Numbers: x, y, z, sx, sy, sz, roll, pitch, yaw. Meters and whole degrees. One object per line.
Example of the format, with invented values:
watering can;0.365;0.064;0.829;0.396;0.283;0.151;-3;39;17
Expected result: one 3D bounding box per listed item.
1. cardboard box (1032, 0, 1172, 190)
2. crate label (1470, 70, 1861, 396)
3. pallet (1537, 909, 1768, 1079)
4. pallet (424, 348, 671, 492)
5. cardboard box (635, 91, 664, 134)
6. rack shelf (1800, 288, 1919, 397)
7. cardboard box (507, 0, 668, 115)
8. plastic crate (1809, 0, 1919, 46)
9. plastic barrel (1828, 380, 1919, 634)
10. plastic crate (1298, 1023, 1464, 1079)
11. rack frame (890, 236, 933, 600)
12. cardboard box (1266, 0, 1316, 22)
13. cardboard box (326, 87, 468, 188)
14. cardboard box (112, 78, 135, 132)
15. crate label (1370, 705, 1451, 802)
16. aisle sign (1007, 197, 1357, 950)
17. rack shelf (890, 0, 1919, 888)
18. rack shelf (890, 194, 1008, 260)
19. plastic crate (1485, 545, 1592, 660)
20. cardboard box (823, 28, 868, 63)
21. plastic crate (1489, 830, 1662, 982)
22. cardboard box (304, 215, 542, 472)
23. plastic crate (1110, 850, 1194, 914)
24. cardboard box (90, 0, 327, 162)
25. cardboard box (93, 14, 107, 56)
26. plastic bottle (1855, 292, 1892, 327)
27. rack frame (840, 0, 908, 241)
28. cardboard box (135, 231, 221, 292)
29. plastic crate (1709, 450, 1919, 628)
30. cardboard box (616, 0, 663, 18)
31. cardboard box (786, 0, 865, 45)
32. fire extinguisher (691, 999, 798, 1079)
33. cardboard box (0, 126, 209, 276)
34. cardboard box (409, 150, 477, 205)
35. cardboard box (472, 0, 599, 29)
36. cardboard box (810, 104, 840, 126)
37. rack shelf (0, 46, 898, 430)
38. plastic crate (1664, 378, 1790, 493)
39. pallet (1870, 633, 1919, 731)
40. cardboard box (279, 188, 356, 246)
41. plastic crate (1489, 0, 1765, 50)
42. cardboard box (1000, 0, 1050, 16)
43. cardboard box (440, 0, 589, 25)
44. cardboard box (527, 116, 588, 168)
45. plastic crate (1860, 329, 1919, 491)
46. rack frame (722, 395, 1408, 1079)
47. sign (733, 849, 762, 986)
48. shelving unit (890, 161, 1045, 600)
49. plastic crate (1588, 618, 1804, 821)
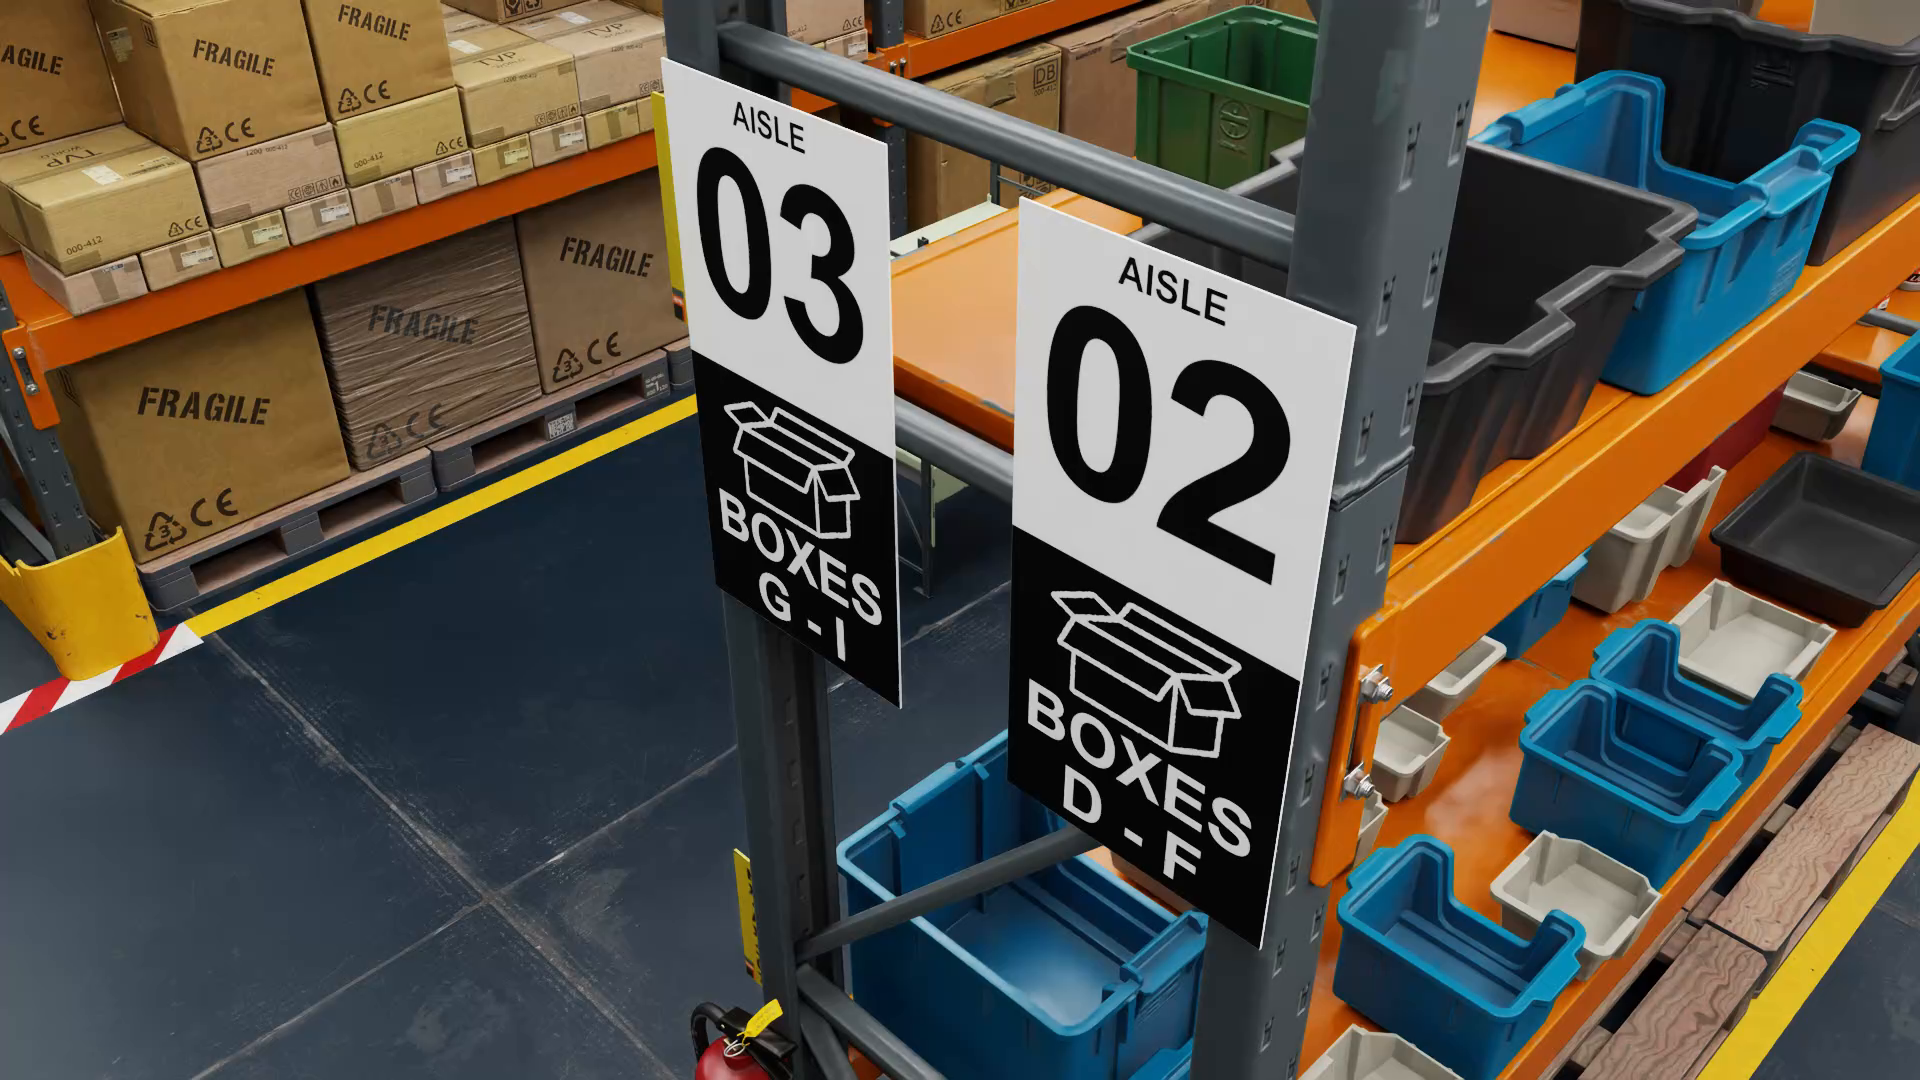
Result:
cardboard box;0.409;-2.574;9.309;1.225;0.875;0.875;28;44;34
crate label;0.919;-0.436;2.260;0.408;0.251;0.502;30;45;35
pallet;1.508;1.310;4.688;1.003;0.211;1.213;30;45;35
pallet;-2.107;-0.724;7.603;1.003;0.211;1.213;30;45;35
cardboard box;-1.364;-1.865;7.022;0.250;0.149;0.380;-29;44;-35
rack shelf;4.267;-1.163;6.424;1.077;0.370;4.000;30;45;35
cardboard box;-1.504;-1.999;6.866;0.500;0.250;0.500;-29;44;-35
plastic crate;1.821;-0.979;3.013;0.437;0.282;0.530;30;45;35
plastic barrel;3.254;-0.171;5.841;0.600;0.901;0.708;30;45;35
plastic crate;0.732;0.997;2.876;0.250;0.136;0.298;30;45;35
rack frame;-0.253;-0.469;6.112;0.400;1.500;0.023;30;45;35
cardboard box;1.661;-3.295;10.343;1.225;0.875;0.875;27;43;33
cardboard box;-2.227;-1.581;6.266;0.500;0.250;0.500;28;44;34
cardboard box;-2.964;-1.588;6.276;0.500;0.250;0.500;29;44;35
crate label;0.880;0.423;3.700;0.396;0.136;0.243;30;45;35
aisle sign;0.200;0.060;1.769;0.394;0.787;0.004;30;45;35
rack shelf;1.449;-0.769;3.238;1.077;0.370;4.000;30;45;35
rack shelf;0.005;-0.938;6.102;0.431;0.370;0.720;30;45;35
plastic crate;1.305;0.085;4.100;0.416;0.233;0.300;30;45;35
cardboard box;-0.639;-2.283;7.621;0.250;0.149;0.380;-30;45;-35
plastic crate;1.210;0.722;3.271;0.250;0.136;0.298;30;45;35
cardboard box;-2.439;-0.981;7.024;0.875;0.875;0.875;30;45;35
plastic crate;0.486;0.657;3.363;0.396;0.136;0.243;30;45;35
cardboard box;-2.593;-1.675;5.746;0.500;0.500;0.500;28;44;34
cardboard box;-5.291;-3.064;10.126;0.380;0.149;0.250;30;45;35
plastic bottle;3.008;-0.812;5.466;0.097;0.201;0.097;0;35;0
rack frame;-0.656;-2.642;7.916;1.000;3.000;0.127;30;45;35
cardboard box;-2.811;-1.031;5.826;0.380;0.149;0.250;29;44;35
plastic crate;2.260;0.005;4.309;0.437;0.125;0.590;30;45;35
cardboard box;-1.147;-2.514;6.948;0.500;0.500;0.500;-29;44;-35
cardboard box;-0.781;-2.418;7.465;0.500;0.250;0.500;29;44;35
fire extinguisher;-0.389;1.041;3.029;0.296;0.674;0.183;30;45;35
cardboard box;-2.945;-1.165;5.669;0.500;0.250;0.500;28;44;34
cardboard box;-2.086;-1.449;6.426;0.380;0.149;0.250;29;44;35
cardboard box;-1.888;-2.205;7.161;0.500;0.250;0.500;-29;44;-35
cardboard box;-1.178;-1.707;8.066;0.875;0.875;0.875;30;45;35
rack shelf;-2.066;-1.535;6.958;1.077;0.370;4.000;30;45;35
plastic crate;2.051;-0.435;4.644;0.402;0.464;0.583;30;45;35
pallet;3.432;0.201;6.277;1.003;0.211;1.213;30;45;35
cardboard box;-2.448;-1.242;6.128;0.380;0.149;0.250;29;44;35
plastic crate;1.320;-1.083;3.289;0.437;0.136;0.530;30;45;35
cardboard box;0.199;-2.974;8.304;0.500;0.500;0.500;30;45;35
cardboard box;-1.891;-2.509;6.941;0.500;0.500;0.500;28;44;34
cardboard box;-1.724;-1.659;6.726;0.250;0.149;0.380;-29;44;-35
plastic crate;2.771;-0.337;4.573;0.392;0.384;0.575;30;45;35
rack frame;0.040;0.978;2.726;1.000;3.000;0.127;30;45;35
sign;-0.362;0.696;2.988;0.100;0.325;0.005;30;45;35
shelving unit;0.005;-0.618;6.325;0.431;1.500;0.755;30;45;35
plastic crate;1.587;0.398;3.651;0.416;0.233;0.300;30;45;35
